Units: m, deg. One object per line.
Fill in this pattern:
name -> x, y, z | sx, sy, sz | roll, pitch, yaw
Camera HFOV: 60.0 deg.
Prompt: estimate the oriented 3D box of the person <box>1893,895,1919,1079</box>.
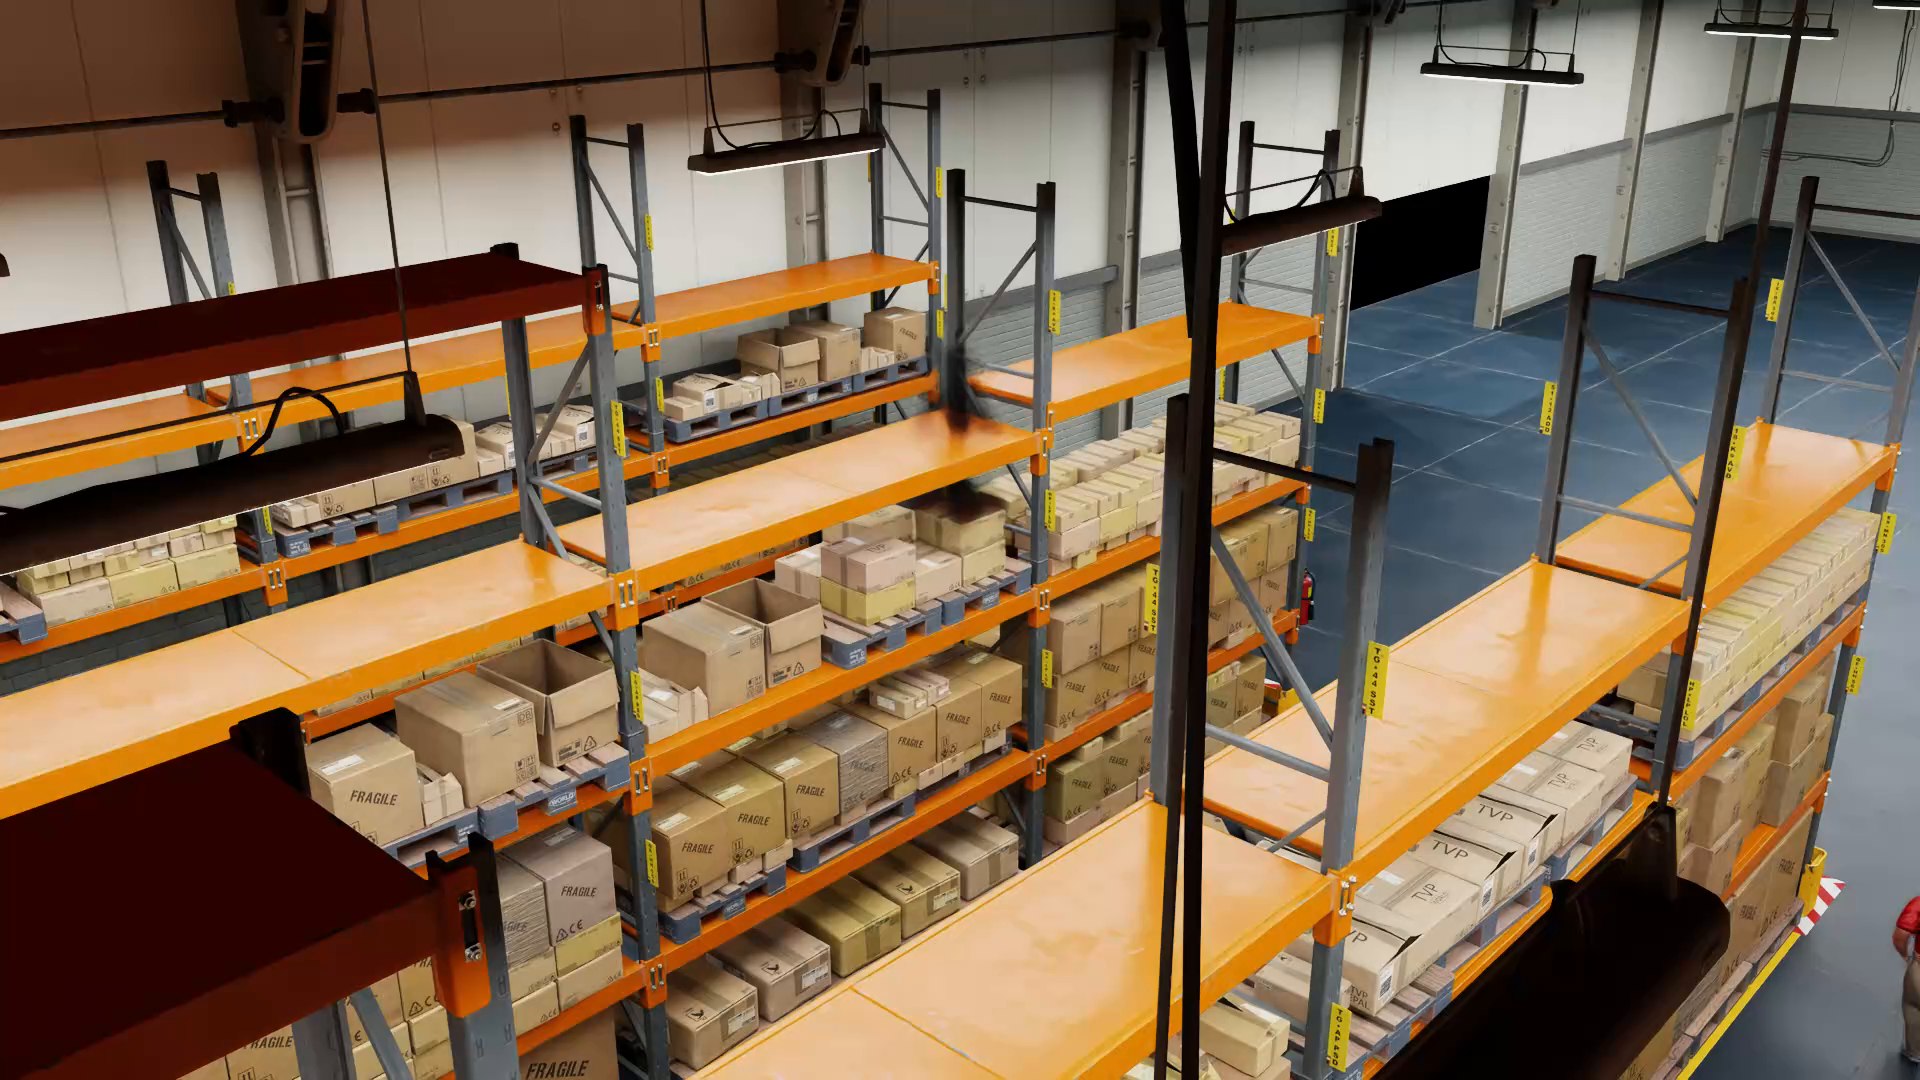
person -> 6.873, 3.117, 11.697 | 0.666, 1.700, 0.946 | 10, 23, 23
